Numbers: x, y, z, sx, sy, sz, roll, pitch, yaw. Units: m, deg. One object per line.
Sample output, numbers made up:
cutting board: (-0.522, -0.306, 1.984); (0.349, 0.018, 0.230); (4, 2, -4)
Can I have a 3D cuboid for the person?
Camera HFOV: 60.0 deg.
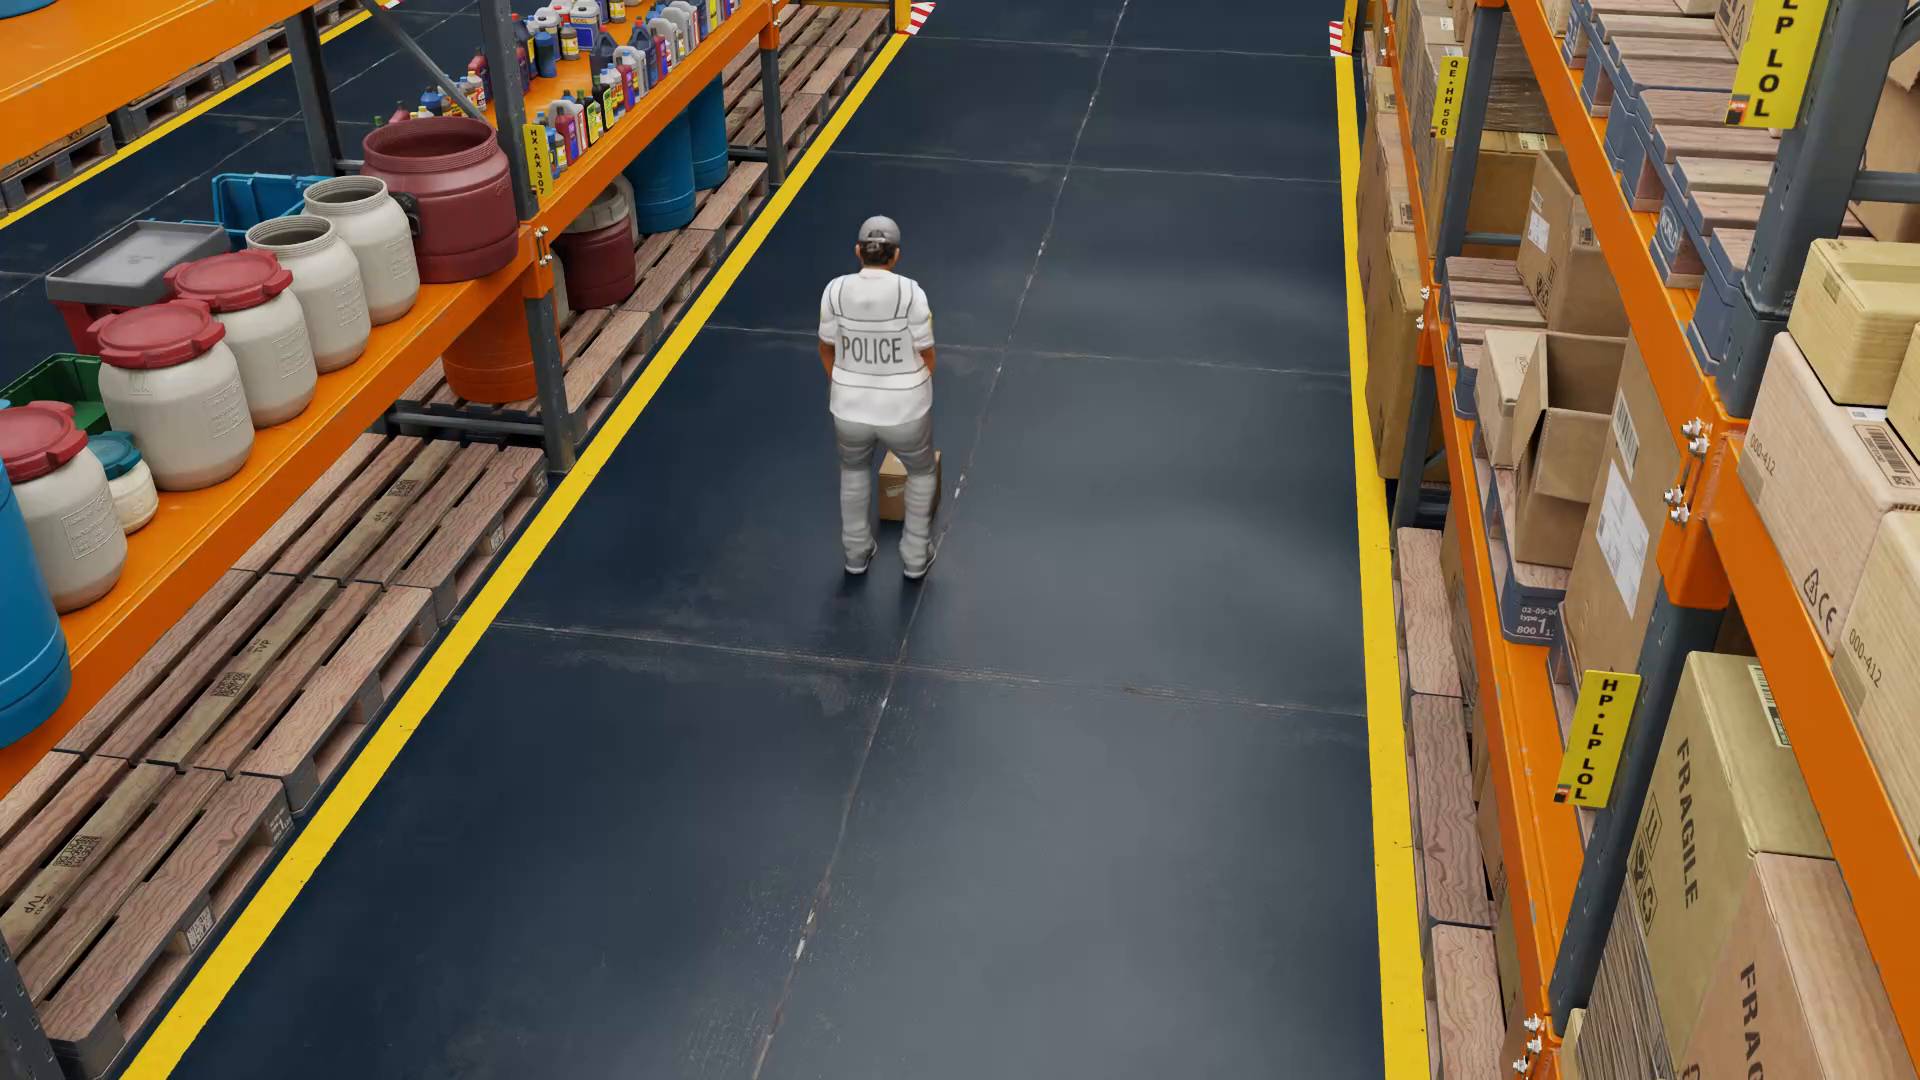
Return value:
person: (-0.348, -0.577, 7.103); (0.500, 1.611, 0.496); (6, 33, 9)
